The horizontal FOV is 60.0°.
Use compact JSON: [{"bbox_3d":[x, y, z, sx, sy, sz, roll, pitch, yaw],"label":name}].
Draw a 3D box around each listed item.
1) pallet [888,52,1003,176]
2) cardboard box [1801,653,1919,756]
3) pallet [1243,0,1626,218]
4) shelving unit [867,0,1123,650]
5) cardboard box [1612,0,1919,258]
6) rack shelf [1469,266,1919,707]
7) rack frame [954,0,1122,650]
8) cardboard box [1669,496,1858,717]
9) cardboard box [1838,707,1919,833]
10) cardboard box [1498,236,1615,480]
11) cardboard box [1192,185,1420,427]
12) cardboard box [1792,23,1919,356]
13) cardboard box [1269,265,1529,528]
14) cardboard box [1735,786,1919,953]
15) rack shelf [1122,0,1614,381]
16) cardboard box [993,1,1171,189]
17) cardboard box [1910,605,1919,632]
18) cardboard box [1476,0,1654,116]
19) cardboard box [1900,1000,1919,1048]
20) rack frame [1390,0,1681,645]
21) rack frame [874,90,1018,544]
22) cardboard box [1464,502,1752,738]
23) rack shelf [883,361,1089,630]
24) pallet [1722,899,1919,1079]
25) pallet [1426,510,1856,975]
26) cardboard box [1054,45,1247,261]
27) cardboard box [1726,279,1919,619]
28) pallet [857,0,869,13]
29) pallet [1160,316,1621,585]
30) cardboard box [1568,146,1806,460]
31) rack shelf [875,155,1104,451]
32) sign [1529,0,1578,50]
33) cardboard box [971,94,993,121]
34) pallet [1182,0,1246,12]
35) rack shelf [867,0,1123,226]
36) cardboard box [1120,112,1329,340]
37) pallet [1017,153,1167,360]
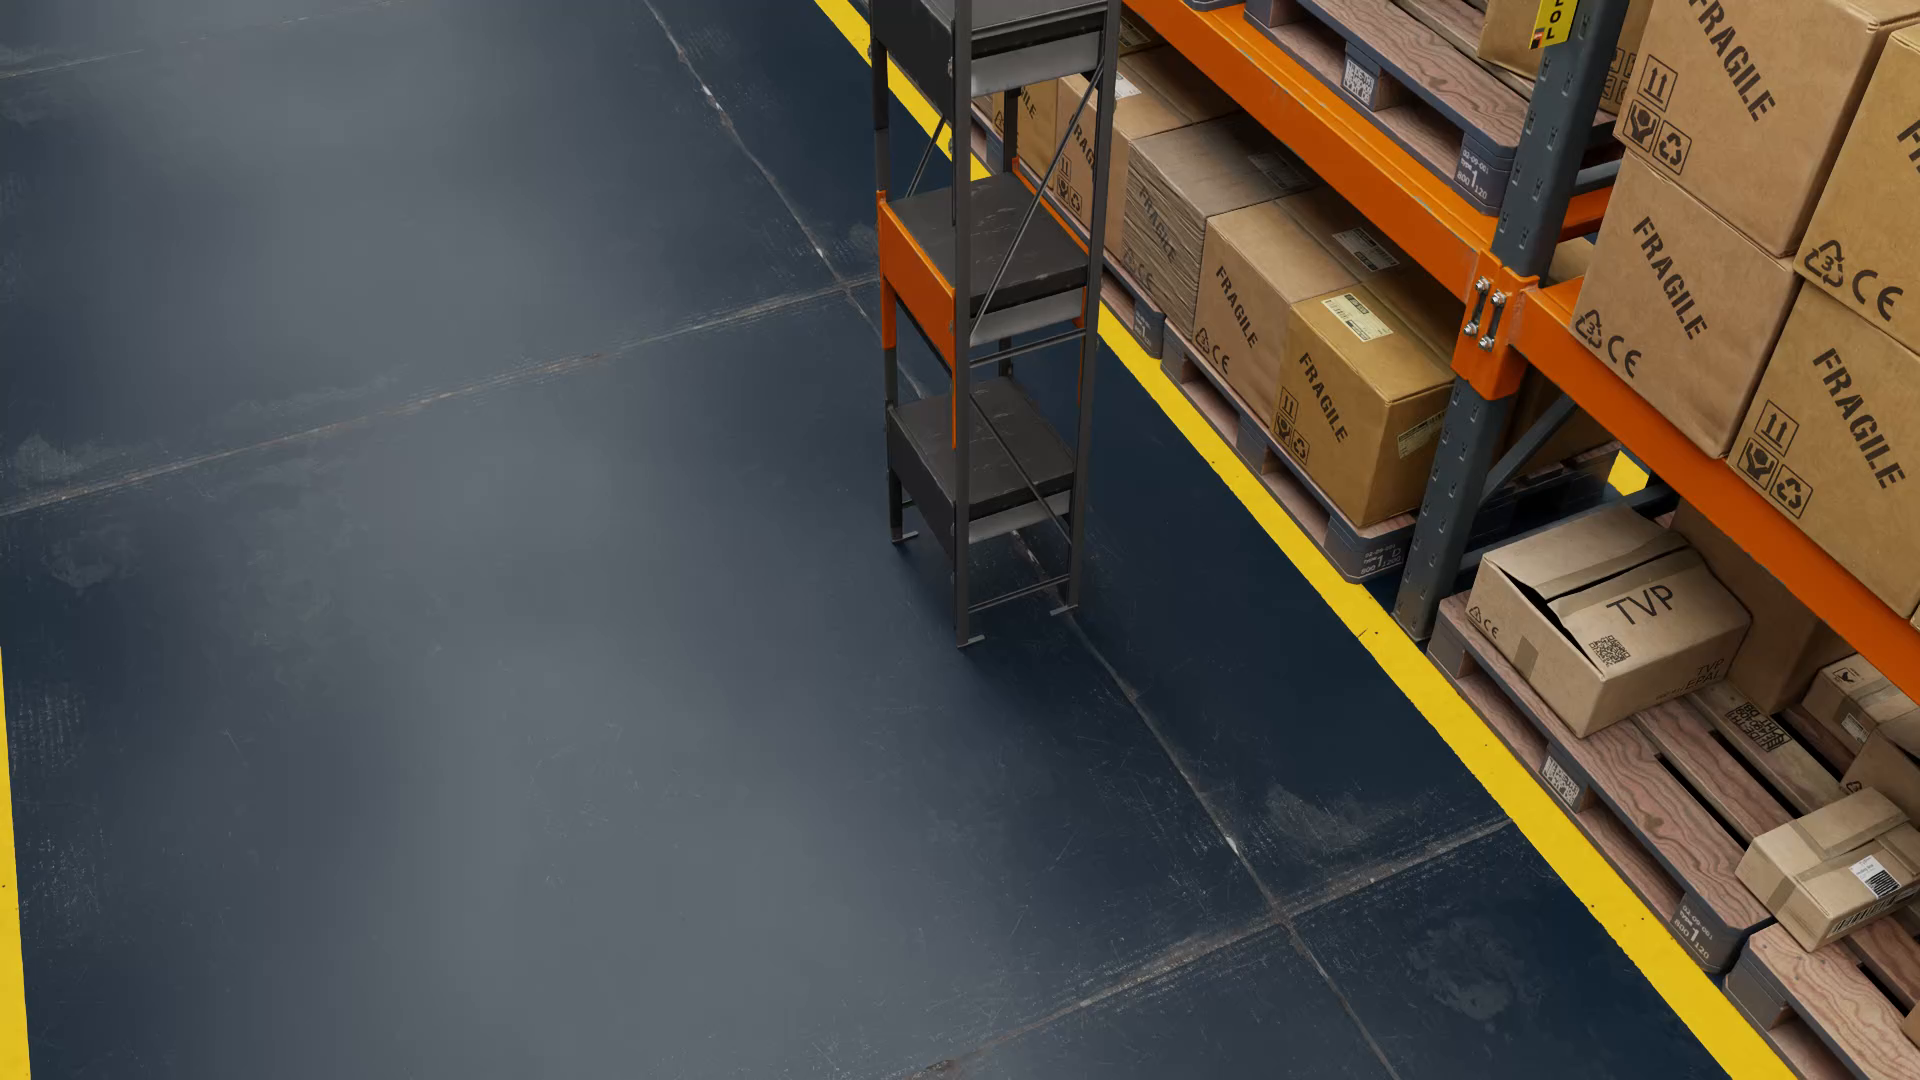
[{"bbox_3d":[0.376,-2.014,7.141,1.003,0.211,1.213,-18,47,-17],"label":"pallet"},{"bbox_3d":[2.487,0.415,4.411,0.380,0.149,0.250,-18,47,-17],"label":"cardboard box"},{"bbox_3d":[1.541,-1.417,4.687,1.003,0.211,1.213,-18,47,-17],"label":"pallet"},{"bbox_3d":[0.070,-0.642,4.406,0.431,2.100,0.503,-18,47,-17],"label":"shelving unit"},{"bbox_3d":[1.721,-0.952,3.296,0.500,0.500,0.500,-17,47,-16],"label":"cardboard box"},{"bbox_3d":[2.619,0.586,3.032,1.077,0.370,4.000,-18,47,-17],"label":"rack shelf"},{"bbox_3d":[0.172,-0.486,4.248,0.400,2.100,0.015,-18,47,-17],"label":"rack frame"},{"bbox_3d":[2.275,0.068,4.512,0.500,0.500,0.500,-18,47,-17],"label":"cardboard box"},{"bbox_3d":[2.590,0.614,4.094,0.500,0.311,0.500,-18,47,-17],"label":"cardboard box"},{"bbox_3d":[1.796,-0.591,5.180,0.500,0.500,0.500,-20,48,-19],"label":"cardboard box"},{"bbox_3d":[1.110,-0.758,5.349,0.500,0.500,0.500,-18,47,-17],"label":"cardboard box"},{"bbox_3d":[1.938,-0.624,2.963,0.500,0.500,0.500,-19,48,-19],"label":"cardboard box"},{"bbox_3d":[1.310,-0.441,5.028,0.500,0.500,0.500,-18,47,-18],"label":"cardboard box"},{"bbox_3d":[2.131,0.787,4.020,0.380,0.166,0.250,-18,47,-17],"label":"cardboard box"},{"bbox_3d":[0.937,-1.963,5.616,1.077,0.370,4.000,-18,47,-17],"label":"rack shelf"},{"bbox_3d":[0.460,-1.733,6.337,0.500,0.500,0.500,-19,48,-18],"label":"cardboard box"},{"bbox_3d":[2.172,0.070,2.972,0.500,0.500,0.500,-18,47,-18],"label":"cardboard box"},{"bbox_3d":[1.782,-1.497,4.262,0.700,0.500,0.500,-34,54,-30],"label":"cardboard box"},{"bbox_3d":[2.573,0.984,3.582,0.797,0.503,0.637,-18,47,-17],"label":"cardboard box"},{"bbox_3d":[1.778,-0.944,4.071,1.000,3.000,0.127,-18,47,-17],"label":"rack frame"},{"bbox_3d":[-0.033,-0.797,4.563,0.400,2.100,0.015,-18,47,-17],"label":"rack frame"},{"bbox_3d":[1.758,0.188,4.525,0.500,0.311,0.500,-18,47,-17],"label":"cardboard box"},{"bbox_3d":[0.070,-0.134,4.907,0.431,0.518,0.480,-18,47,-17],"label":"rack shelf"},{"bbox_3d":[2.583,1.265,3.818,1.003,0.211,1.213,-18,47,-17],"label":"pallet"},{"bbox_3d":[2.066,0.486,4.607,1.003,0.211,1.213,-18,47,-17],"label":"pallet"},{"bbox_3d":[0.684,-1.401,6.001,0.500,0.500,0.500,-20,48,-19],"label":"cardboard box"},{"bbox_3d":[1.963,-0.249,3.296,0.500,0.500,0.500,-17,47,-17],"label":"cardboard box"},{"bbox_3d":[-0.215,-3.037,8.177,1.003,0.211,1.213,-18,47,-17],"label":"pallet"},{"bbox_3d":[1.402,-0.459,5.565,1.003,0.211,1.213,-18,47,-17],"label":"pallet"},{"bbox_3d":[1.745,-0.575,3.625,0.500,0.500,0.500,-17,47,-16],"label":"cardboard box"},{"bbox_3d":[0.070,-0.632,4.415,0.431,0.518,0.480,-18,47,-17],"label":"rack shelf"},{"bbox_3d":[1.276,-1.190,3.496,0.100,0.325,0.005,-18,47,-17],"label":"sign"},{"bbox_3d":[0.253,-2.054,6.662,0.500,0.500,0.500,-20,48,-19],"label":"cardboard box"},{"bbox_3d":[0.918,-2.187,5.467,1.003,0.211,1.213,-18,47,-17],"label":"pallet"},{"bbox_3d":[0.070,-1.130,3.924,0.431,0.518,0.480,-18,47,-17],"label":"rack shelf"},{"bbox_3d":[0.900,-1.078,5.673,0.500,0.500,0.500,-17,47,-17],"label":"cardboard box"},{"bbox_3d":[0.885,-1.237,6.354,1.003,0.211,1.213,-18,47,-17],"label":"pallet"}]
